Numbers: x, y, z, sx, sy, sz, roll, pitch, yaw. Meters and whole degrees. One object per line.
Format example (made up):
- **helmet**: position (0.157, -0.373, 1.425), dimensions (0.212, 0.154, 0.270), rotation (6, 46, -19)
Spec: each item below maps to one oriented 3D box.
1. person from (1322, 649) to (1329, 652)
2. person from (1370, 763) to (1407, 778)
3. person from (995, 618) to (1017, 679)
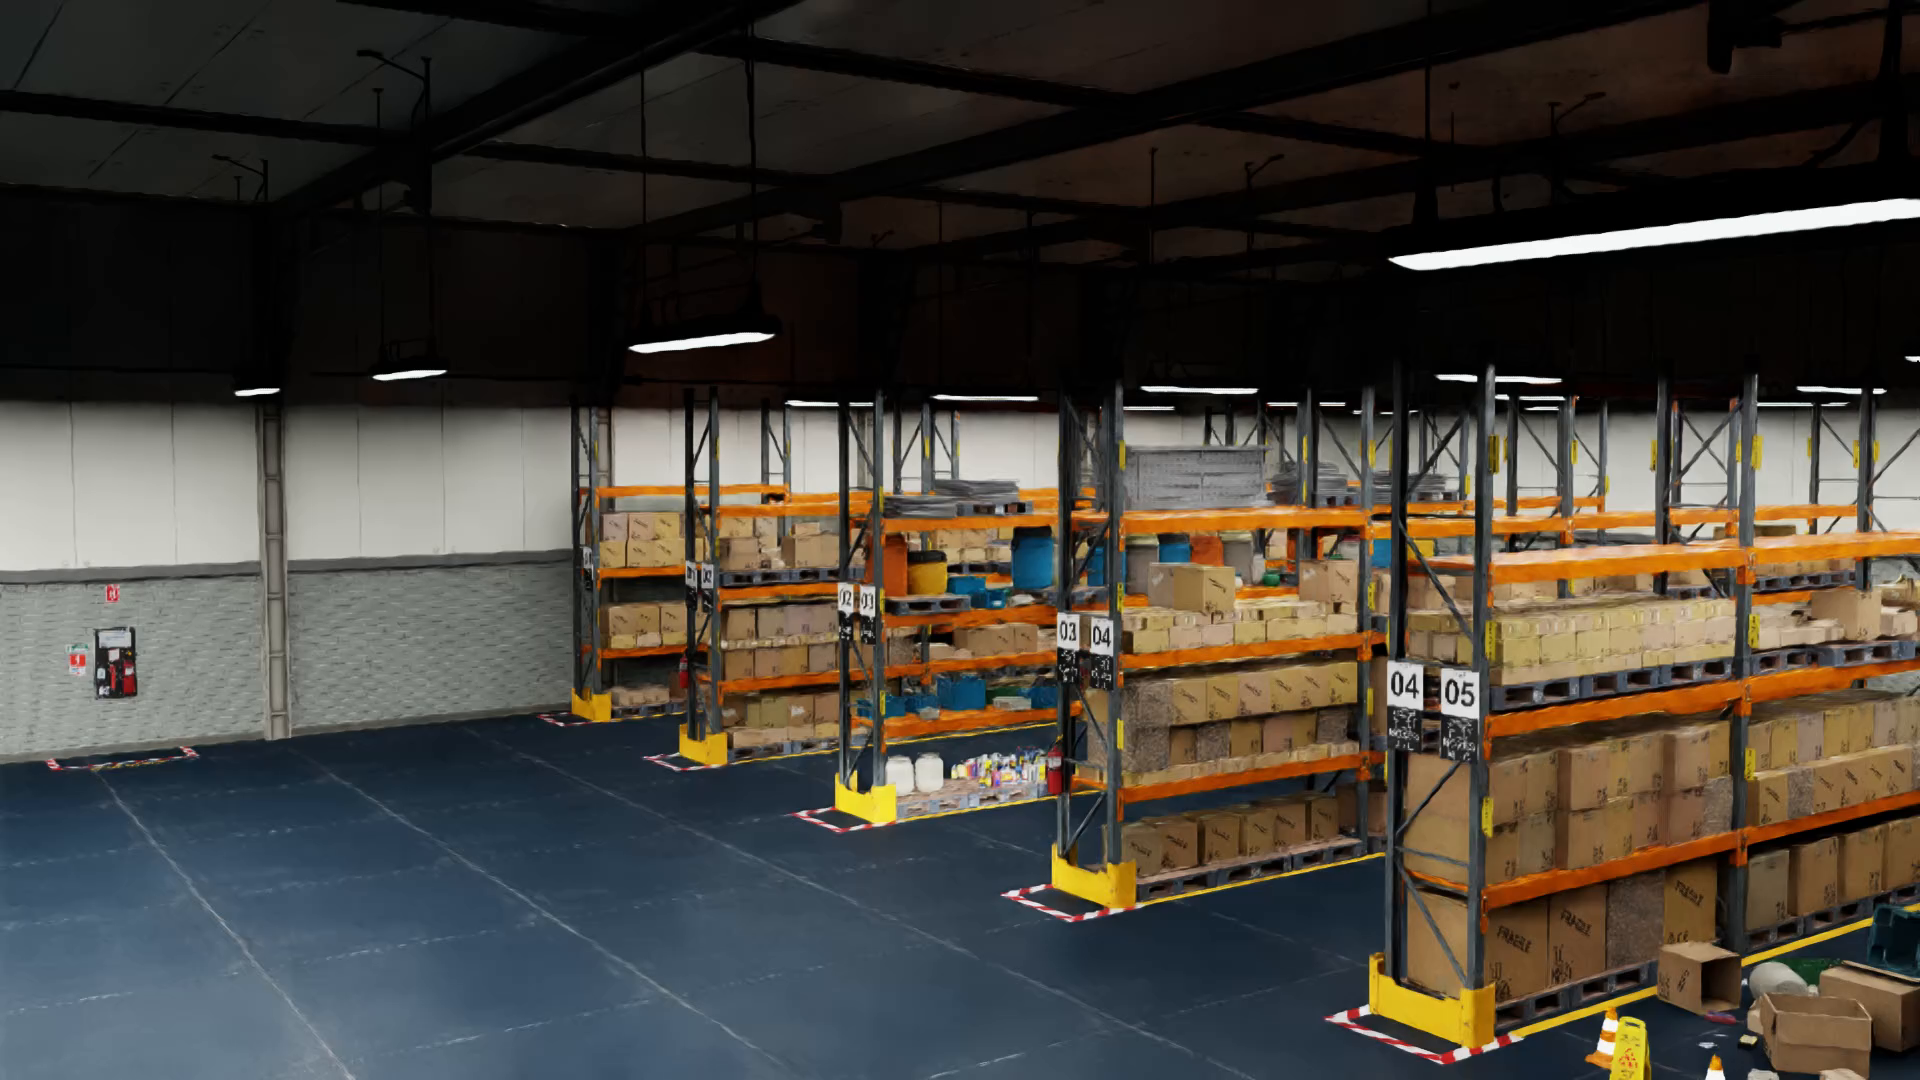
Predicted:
- **person**: position (8.369, 2.054, 37.495), dimensions (0.595, 1.680, 0.381), rotation (-3, 4, -39)
- **person**: position (6.054, 2.910, 23.710), dimensions (1.000, 1.623, 0.443), rotation (-2, 4, -25)
- **person**: position (0.929, 2.300, 33.520), dimensions (0.578, 1.714, 0.719), rotation (-3, 4, -37)
